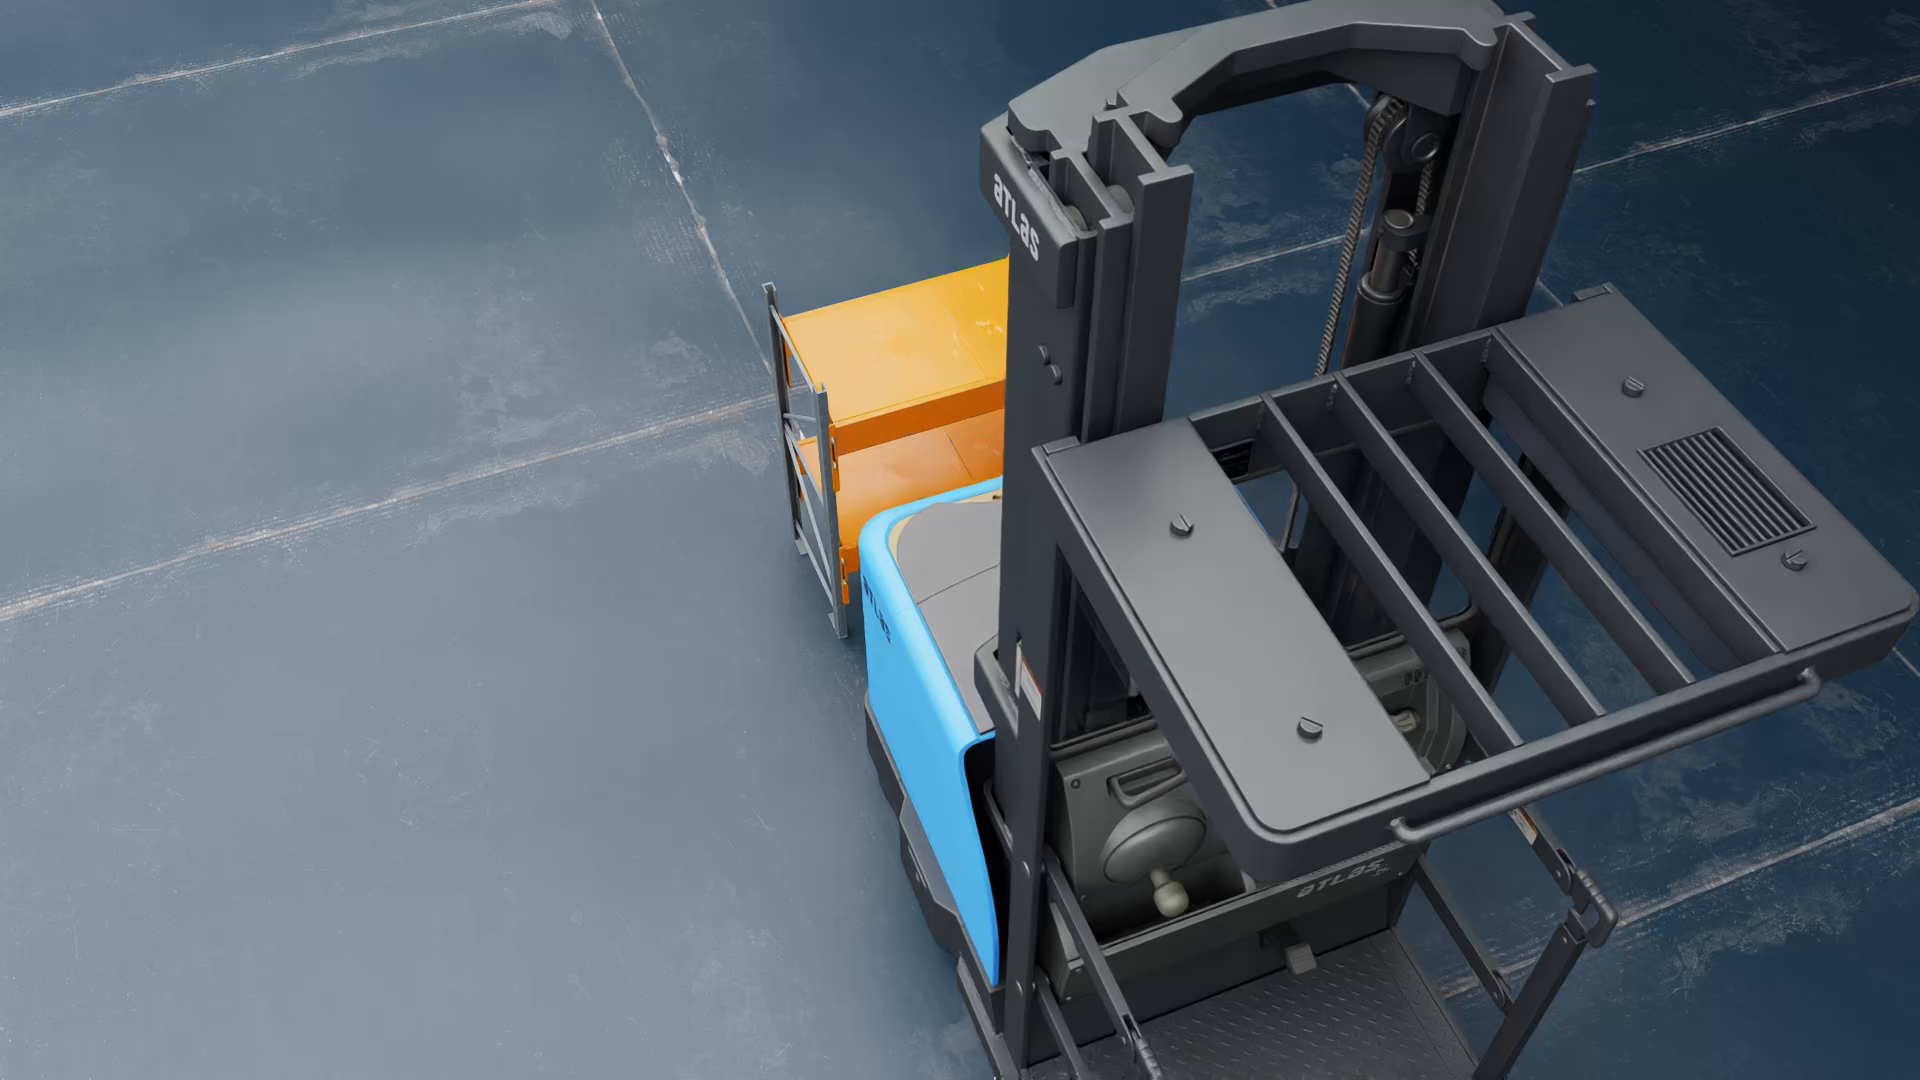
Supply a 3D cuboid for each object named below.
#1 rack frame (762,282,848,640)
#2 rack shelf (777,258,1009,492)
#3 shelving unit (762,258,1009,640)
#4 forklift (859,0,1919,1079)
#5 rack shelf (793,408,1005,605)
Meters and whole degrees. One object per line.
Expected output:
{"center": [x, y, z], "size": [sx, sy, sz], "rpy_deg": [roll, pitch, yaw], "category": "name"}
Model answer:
{"center": [-0.477, -0.219, 5.196], "size": [0.032, 1.125, 0.500], "rpy_deg": [-17, 52, -14], "category": "rack frame"}
{"center": [-0.006, -0.555, 5.100], "size": [1.000, 0.278, 0.538], "rpy_deg": [-17, 52, -14], "category": "rack shelf"}
{"center": [-0.006, -0.365, 5.322], "size": [1.048, 1.125, 0.538], "rpy_deg": [-17, 52, -14], "category": "shelving unit"}
{"center": [0.726, 0.592, 3.310], "size": [1.130, 2.935, 3.031], "rpy_deg": [-17, 51, -14], "category": "forklift"}
{"center": [-0.006, -0.205, 5.507], "size": [1.000, 0.278, 0.538], "rpy_deg": [-17, 52, -14], "category": "rack shelf"}
